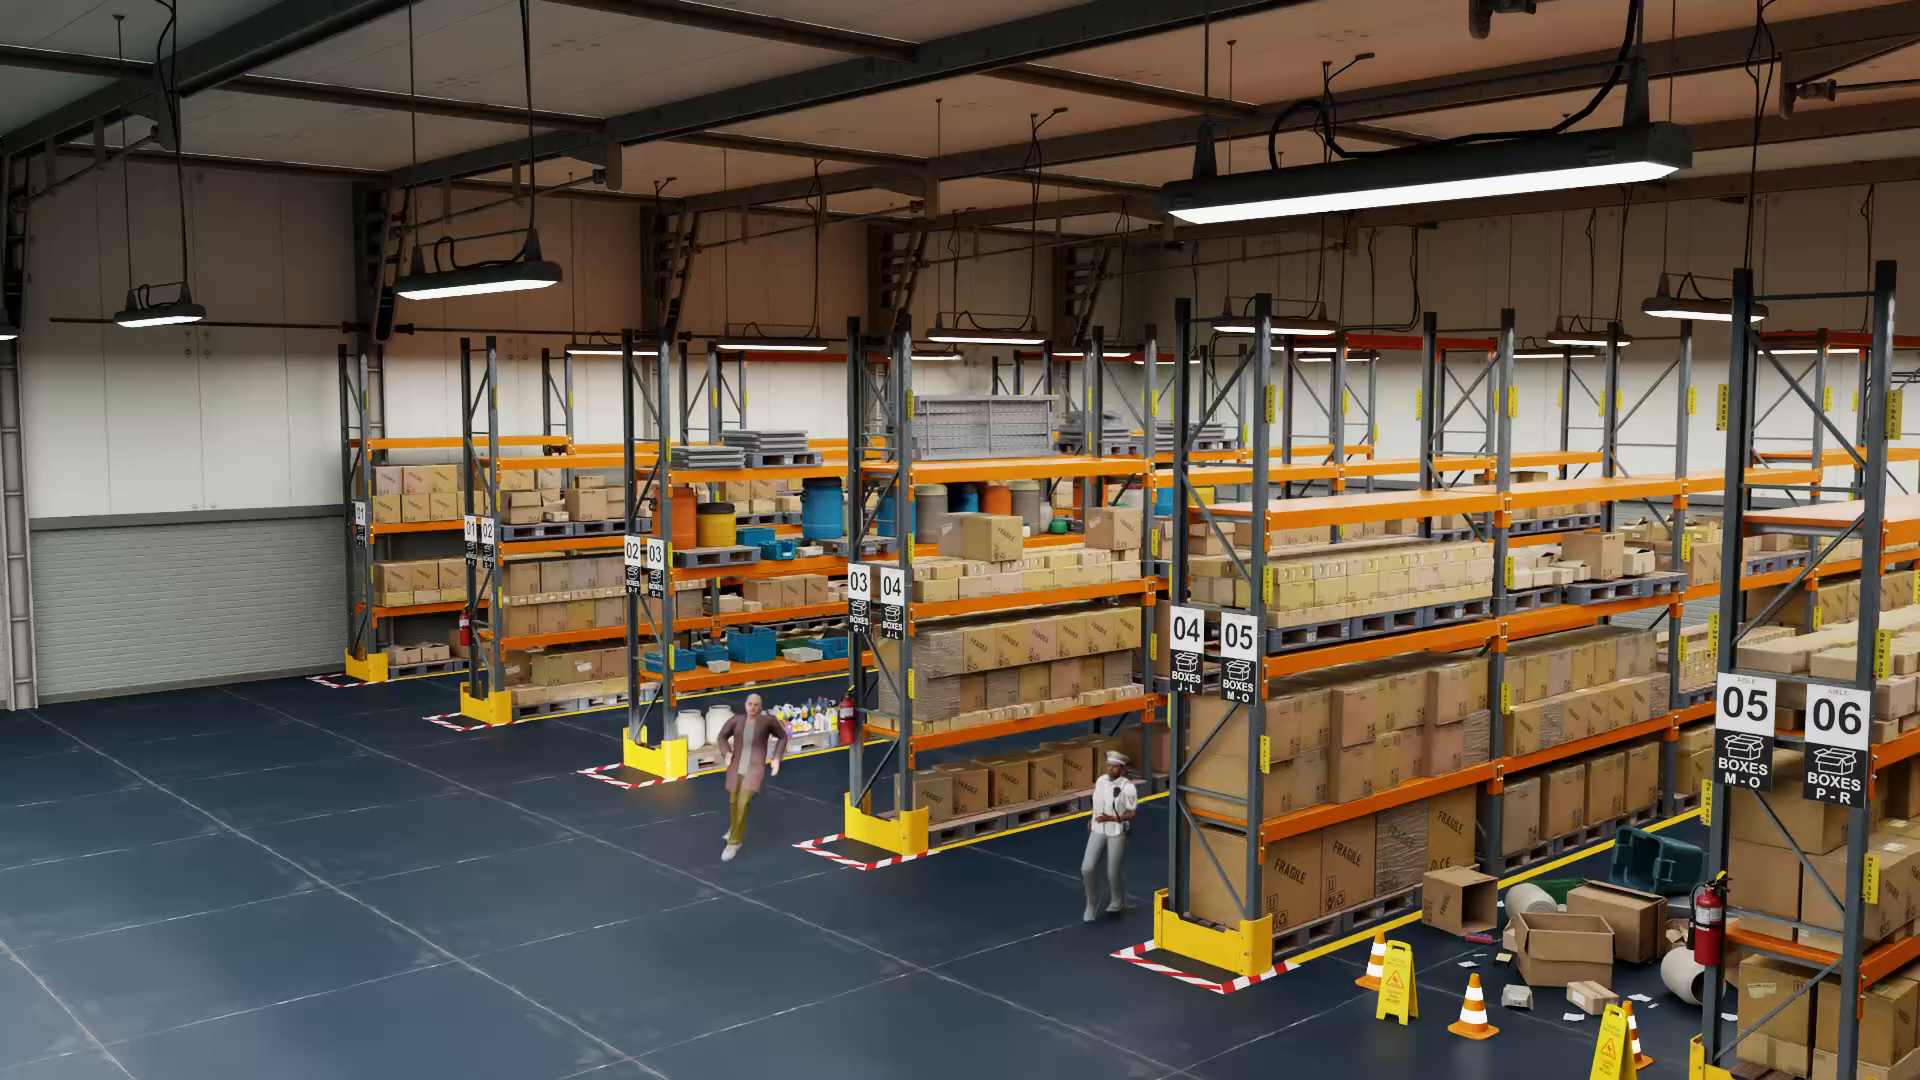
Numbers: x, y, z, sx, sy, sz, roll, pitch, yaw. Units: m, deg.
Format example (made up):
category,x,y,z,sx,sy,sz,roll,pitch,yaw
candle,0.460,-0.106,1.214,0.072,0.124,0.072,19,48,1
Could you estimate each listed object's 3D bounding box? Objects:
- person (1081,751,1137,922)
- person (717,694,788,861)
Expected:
category,x,y,z,sx,sy,sz,roll,pitch,yaw
person,1.472,2.892,16.261,0.557,1.721,0.641,3,6,31
person,-2.375,2.617,18.681,0.762,1.797,0.943,1,5,13
